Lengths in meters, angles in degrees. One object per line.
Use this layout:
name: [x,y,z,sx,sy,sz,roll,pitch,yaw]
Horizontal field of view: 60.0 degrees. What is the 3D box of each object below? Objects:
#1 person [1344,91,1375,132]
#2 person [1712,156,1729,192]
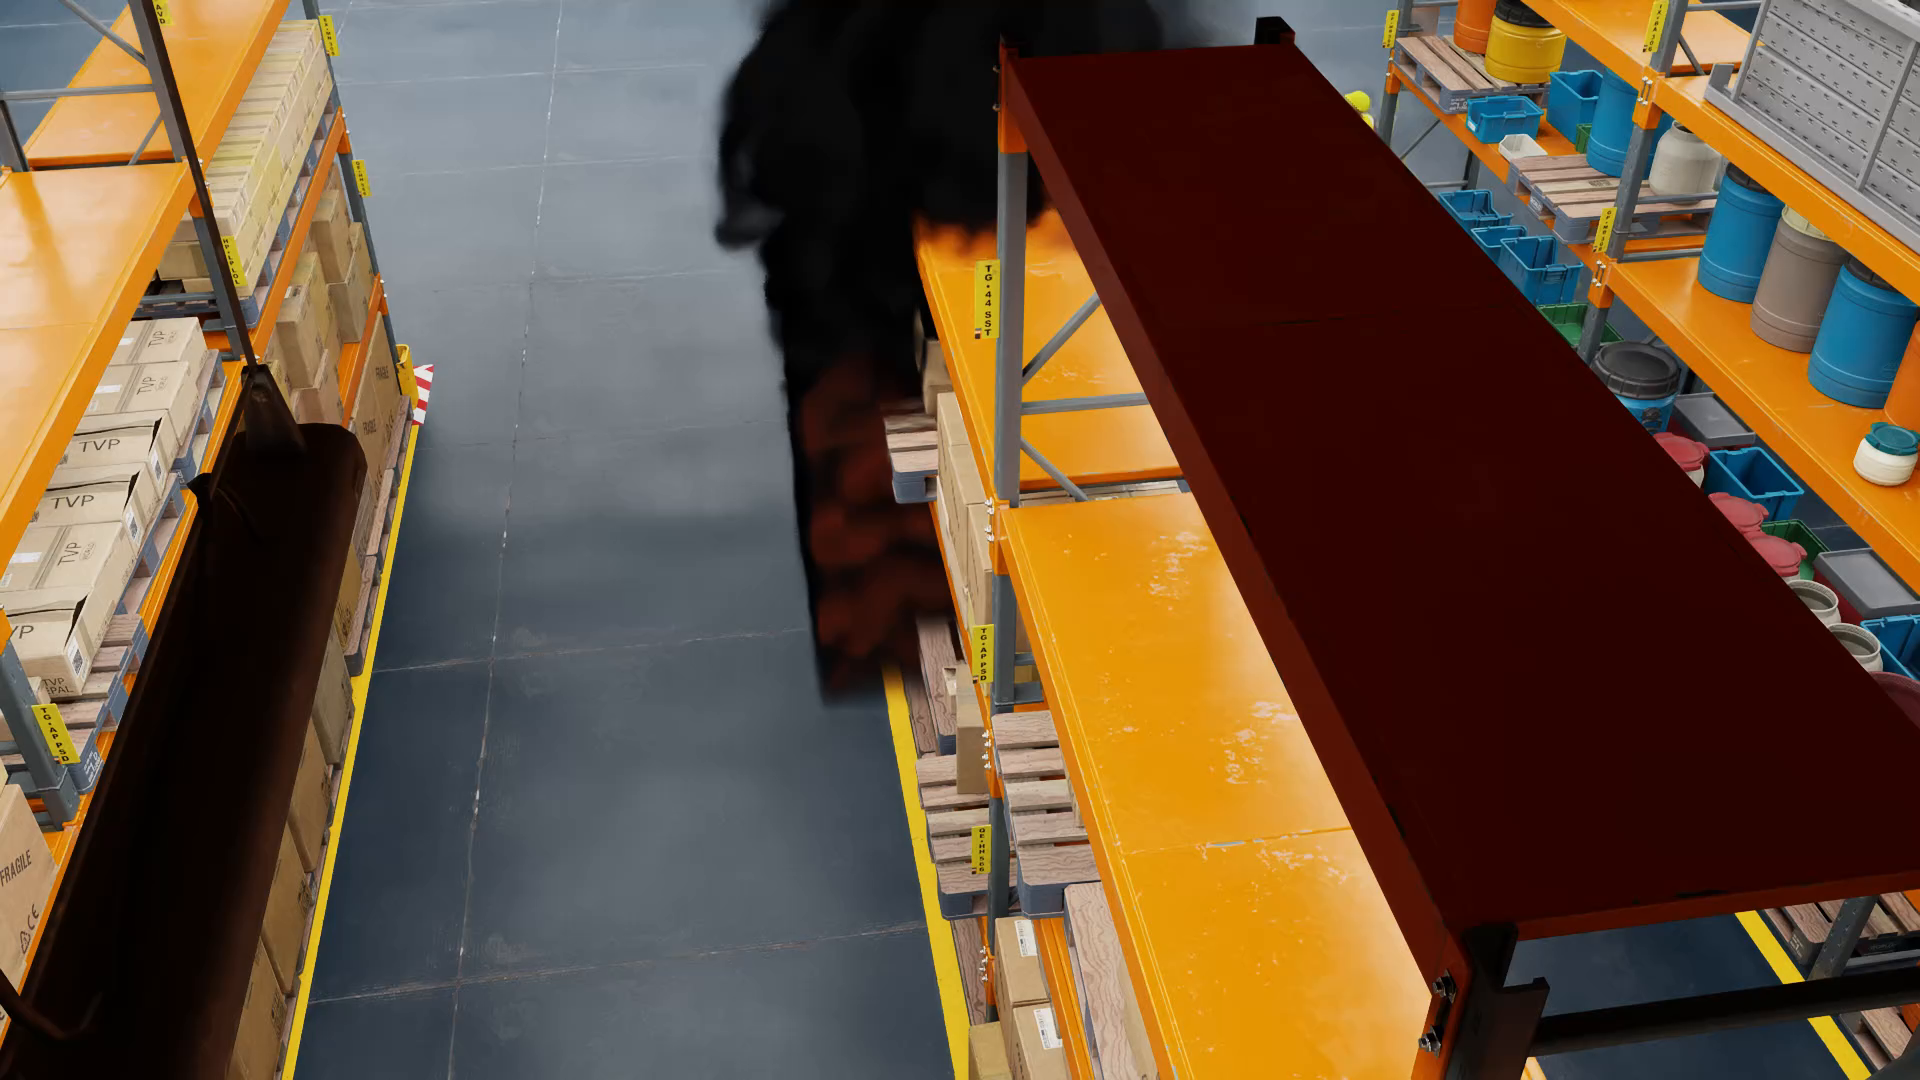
person: [3.988,-3.765,17.112,0.822,1.780,0.701,24,43,29]
person: [8.169,-4.265,17.859,0.648,1.635,0.551,11,38,14]
